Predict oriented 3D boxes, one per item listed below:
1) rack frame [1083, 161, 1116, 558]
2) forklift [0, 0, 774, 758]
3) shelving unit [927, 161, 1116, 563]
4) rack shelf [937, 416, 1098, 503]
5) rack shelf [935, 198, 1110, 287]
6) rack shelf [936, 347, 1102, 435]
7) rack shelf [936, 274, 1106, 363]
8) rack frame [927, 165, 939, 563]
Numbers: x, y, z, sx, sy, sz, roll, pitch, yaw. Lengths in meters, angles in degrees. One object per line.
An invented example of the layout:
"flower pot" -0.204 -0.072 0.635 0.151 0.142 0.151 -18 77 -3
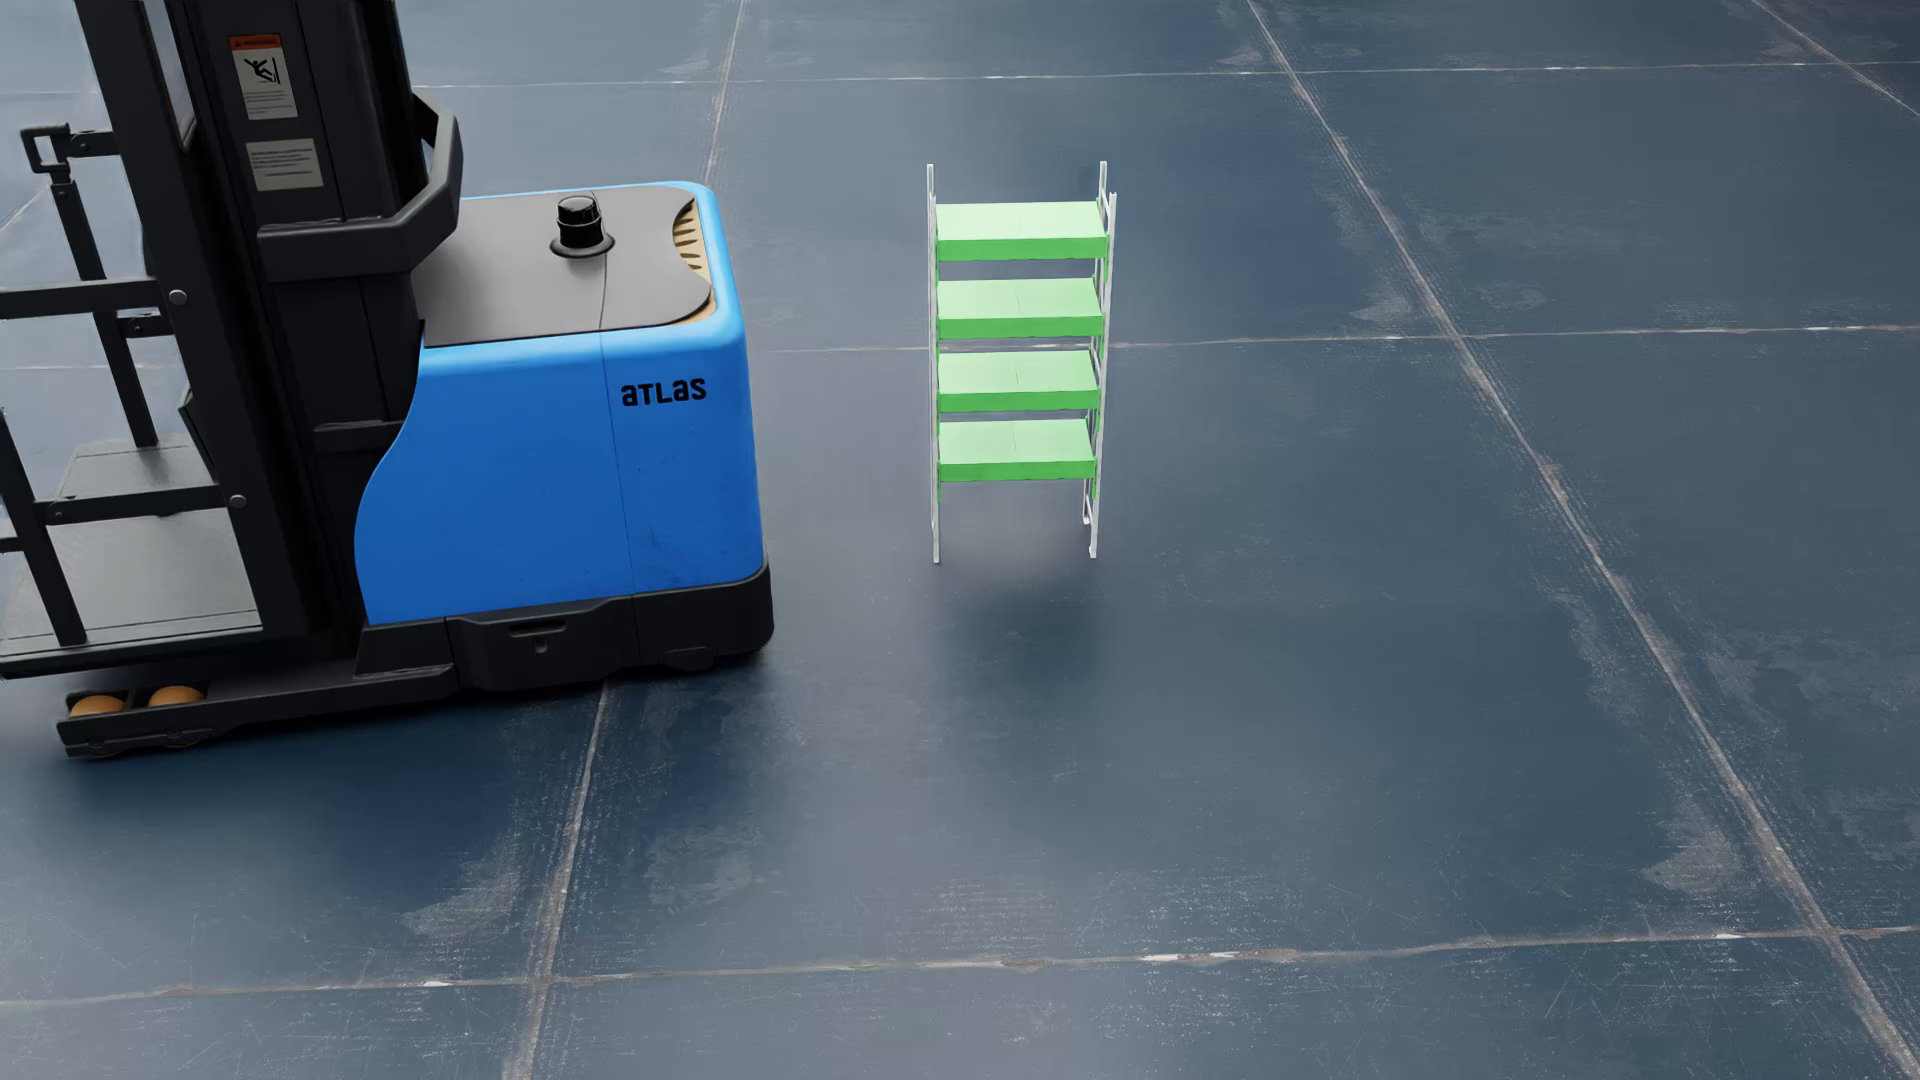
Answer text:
"rack frame" 0.409 -0.504 4.924 0.015 1.200 0.240 -2 35 -2
"forklift" -2.102 -0.956 4.056 3.031 2.935 1.130 -7 35 -10
"shelving unit" 0.165 -0.498 4.915 0.503 1.200 0.258 -2 35 -2
"rack shelf" 0.165 -0.248 5.088 0.480 0.148 0.258 -2 35 -2
"rack shelf" 0.165 -0.840 4.678 0.480 0.148 0.258 -2 35 -2
"rack shelf" 0.165 -0.445 4.951 0.480 0.148 0.258 -2 35 -2
"rack shelf" 0.165 -0.643 4.815 0.480 0.148 0.258 -2 35 -2
"rack frame" -0.078 -0.491 4.905 0.015 1.200 0.240 -2 35 -2
